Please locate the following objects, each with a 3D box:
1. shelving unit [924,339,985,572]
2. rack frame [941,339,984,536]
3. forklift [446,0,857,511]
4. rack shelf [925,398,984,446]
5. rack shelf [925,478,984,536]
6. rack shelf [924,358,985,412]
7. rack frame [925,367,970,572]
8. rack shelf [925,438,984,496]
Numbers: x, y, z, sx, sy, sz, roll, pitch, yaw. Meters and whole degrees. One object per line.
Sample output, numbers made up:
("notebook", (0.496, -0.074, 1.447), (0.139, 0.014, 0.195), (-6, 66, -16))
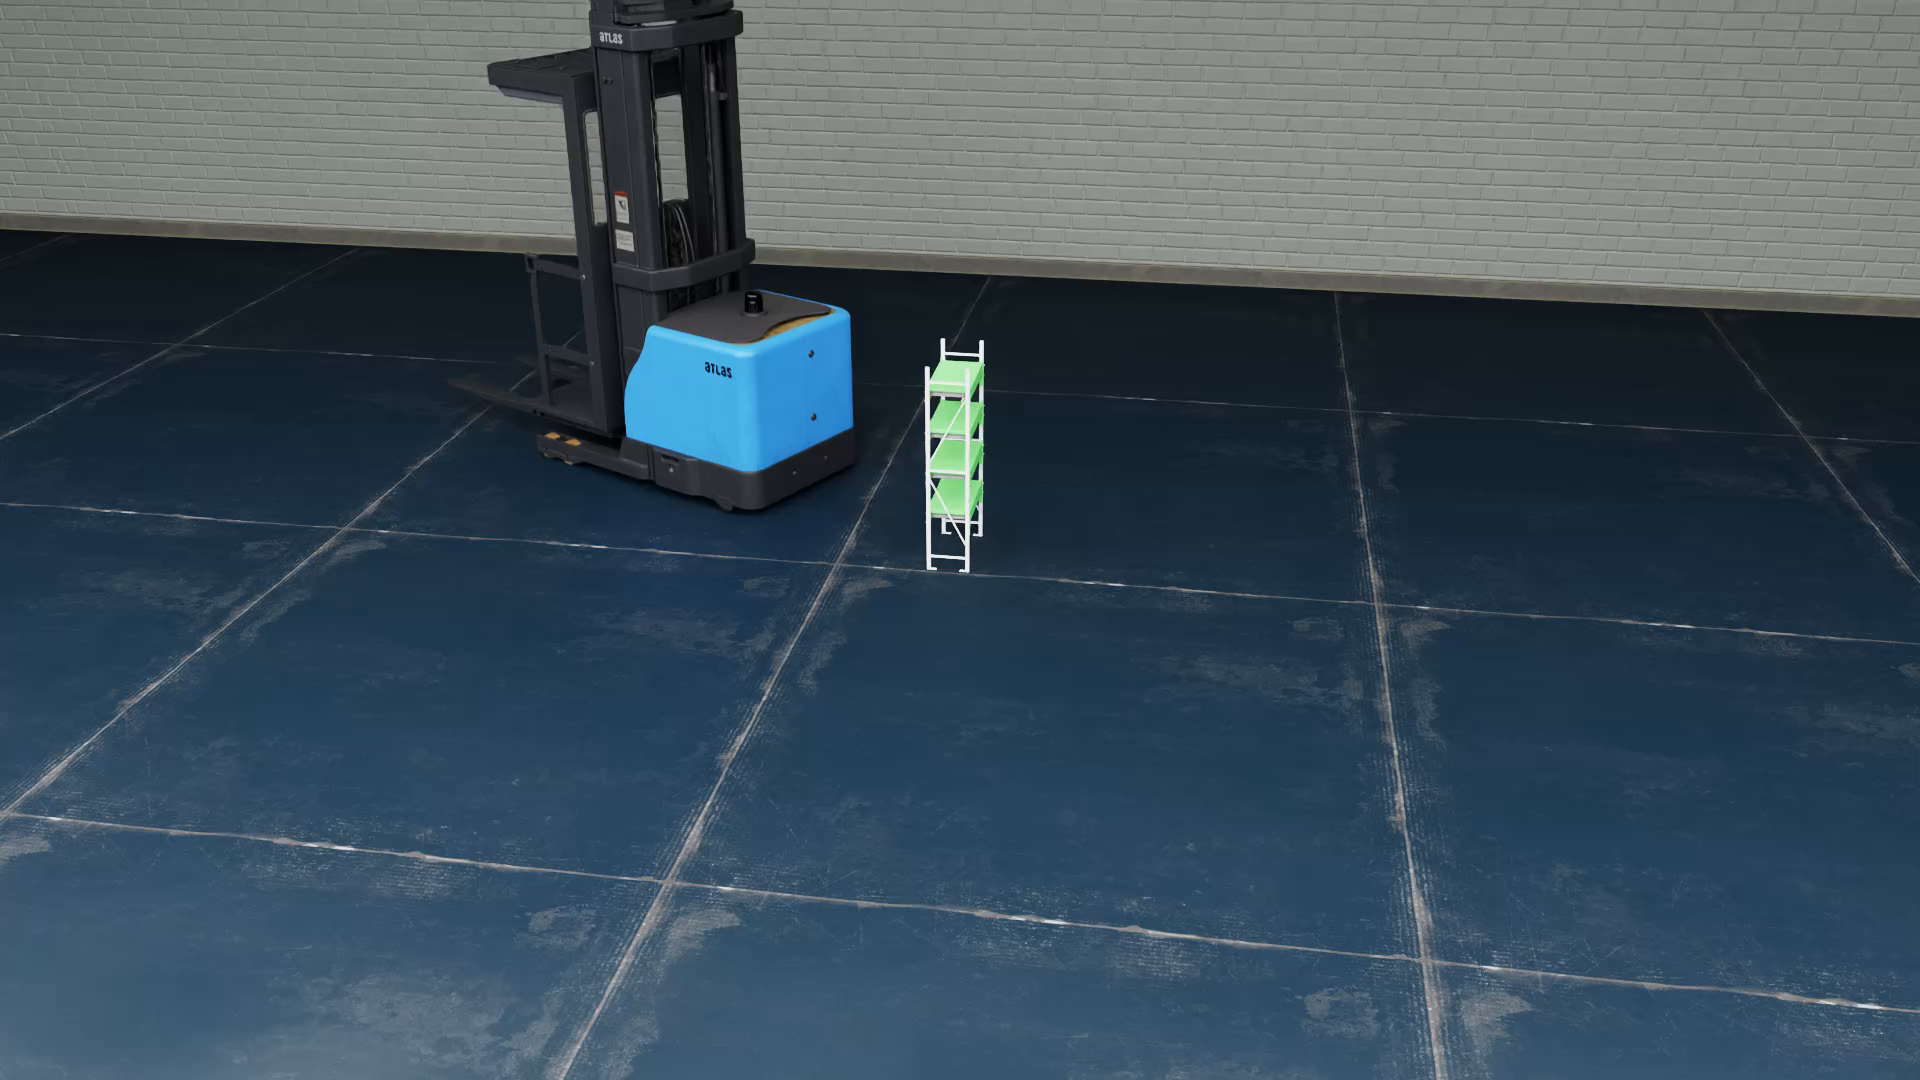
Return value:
("shelving unit", (-0.027, -0.474, 9.348), (0.258, 1.200, 0.503), (4, 25, 9))
("rack frame", (0.013, -0.576, 9.566), (0.240, 1.200, 0.015), (4, 25, 9))
("forklift", (-2.157, -1.978, 10.519), (3.031, 2.935, 1.130), (17, 30, 32))
("rack shelf", (-0.027, -0.634, 9.273), (0.258, 0.148, 0.480), (4, 25, 9))
("rack shelf", (-0.027, -0.199, 9.477), (0.258, 0.148, 0.480), (4, 25, 9))
("rack shelf", (-0.027, -0.851, 9.171), (0.258, 0.148, 0.480), (4, 25, 9))
("rack frame", (-0.067, -0.372, 9.130), (0.240, 1.200, 0.015), (4, 25, 9))
("rack shelf", (-0.027, -0.416, 9.375), (0.258, 0.148, 0.480), (4, 25, 9))
